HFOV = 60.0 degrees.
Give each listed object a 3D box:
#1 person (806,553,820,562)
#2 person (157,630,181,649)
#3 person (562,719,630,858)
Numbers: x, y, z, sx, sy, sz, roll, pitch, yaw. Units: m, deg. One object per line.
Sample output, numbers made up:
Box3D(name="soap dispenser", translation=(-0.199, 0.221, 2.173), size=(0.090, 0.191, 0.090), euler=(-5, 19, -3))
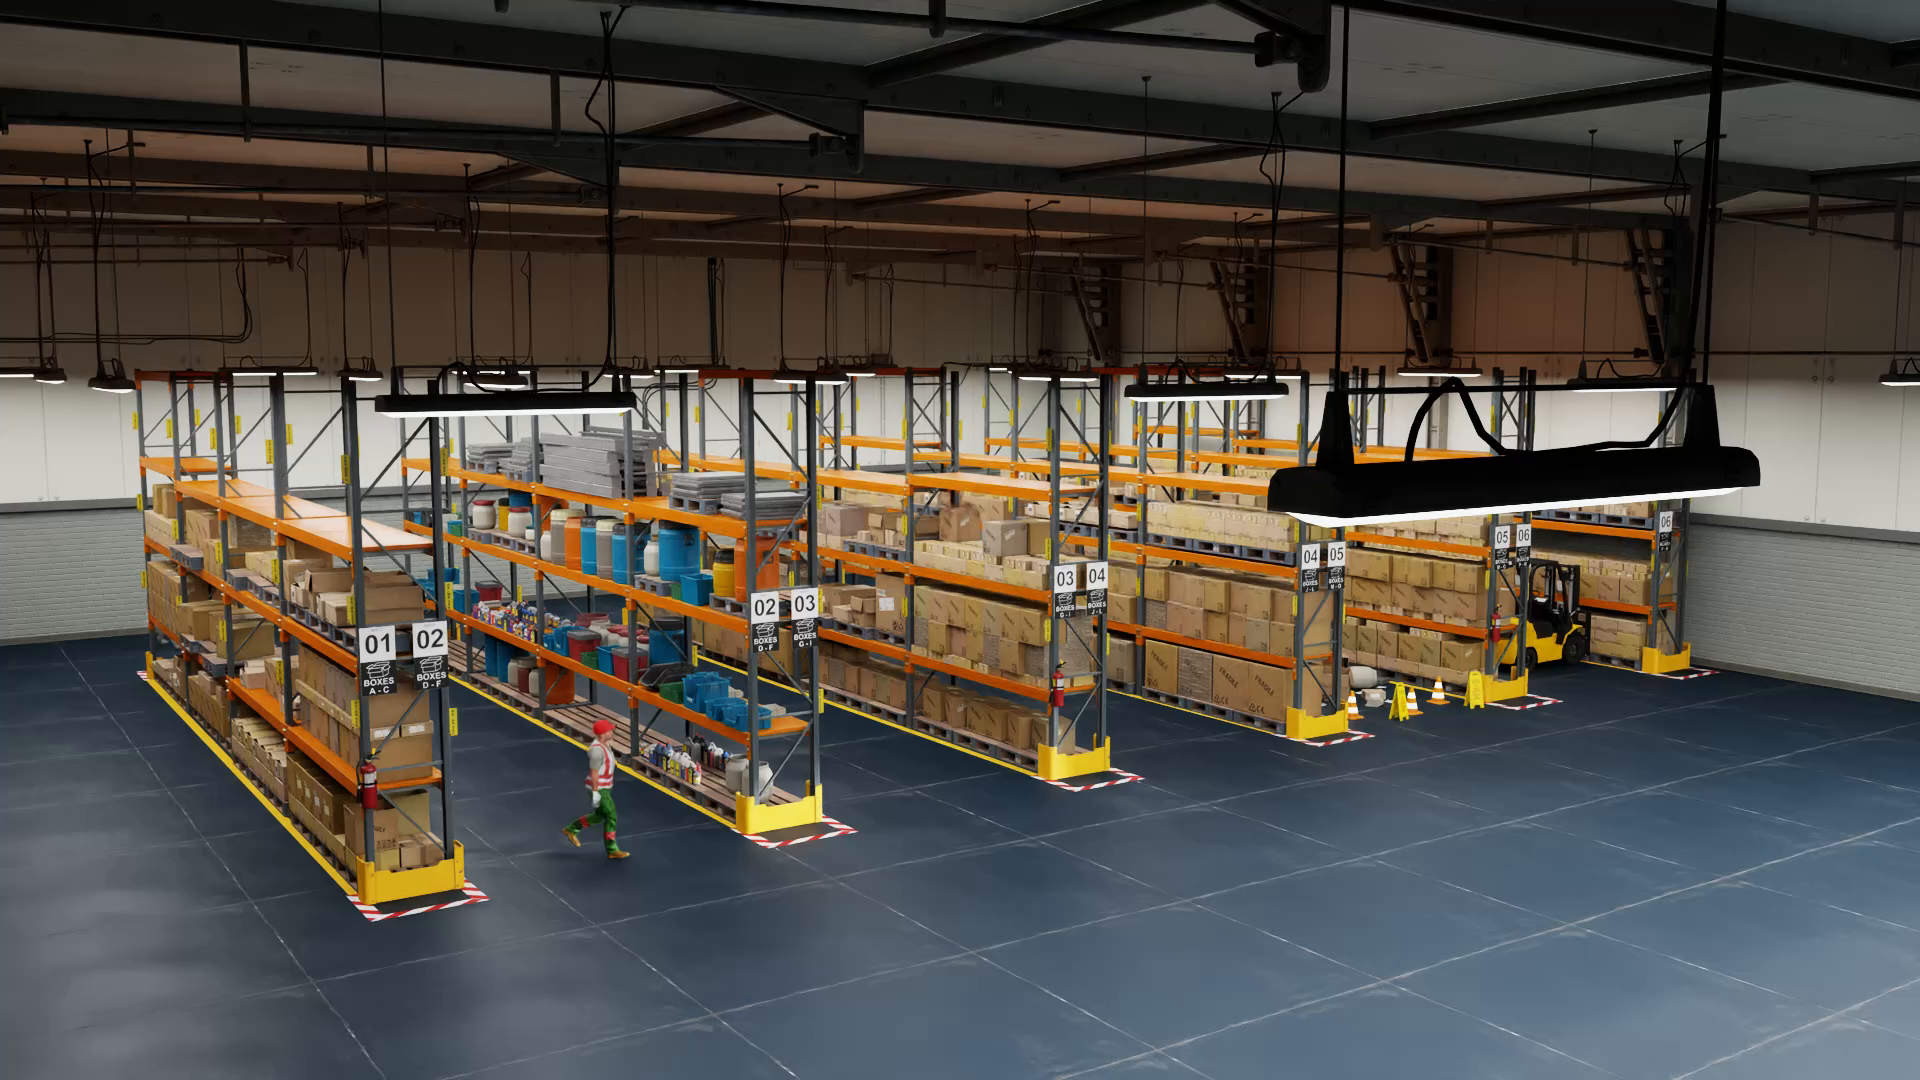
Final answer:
Box3D(name="person", translation=(-3.805, 0.443, 44.414), size=(0.593, 1.704, 1.055), euler=(1, 6, 5))
Box3D(name="person", translation=(-16.941, 1.484, 35.625), size=(1.082, 1.610, 0.475), euler=(4, 7, 29))
Box3D(name="person", translation=(-4.583, 3.104, 20.870), size=(0.933, 1.756, 0.545), euler=(1, 7, 8))
